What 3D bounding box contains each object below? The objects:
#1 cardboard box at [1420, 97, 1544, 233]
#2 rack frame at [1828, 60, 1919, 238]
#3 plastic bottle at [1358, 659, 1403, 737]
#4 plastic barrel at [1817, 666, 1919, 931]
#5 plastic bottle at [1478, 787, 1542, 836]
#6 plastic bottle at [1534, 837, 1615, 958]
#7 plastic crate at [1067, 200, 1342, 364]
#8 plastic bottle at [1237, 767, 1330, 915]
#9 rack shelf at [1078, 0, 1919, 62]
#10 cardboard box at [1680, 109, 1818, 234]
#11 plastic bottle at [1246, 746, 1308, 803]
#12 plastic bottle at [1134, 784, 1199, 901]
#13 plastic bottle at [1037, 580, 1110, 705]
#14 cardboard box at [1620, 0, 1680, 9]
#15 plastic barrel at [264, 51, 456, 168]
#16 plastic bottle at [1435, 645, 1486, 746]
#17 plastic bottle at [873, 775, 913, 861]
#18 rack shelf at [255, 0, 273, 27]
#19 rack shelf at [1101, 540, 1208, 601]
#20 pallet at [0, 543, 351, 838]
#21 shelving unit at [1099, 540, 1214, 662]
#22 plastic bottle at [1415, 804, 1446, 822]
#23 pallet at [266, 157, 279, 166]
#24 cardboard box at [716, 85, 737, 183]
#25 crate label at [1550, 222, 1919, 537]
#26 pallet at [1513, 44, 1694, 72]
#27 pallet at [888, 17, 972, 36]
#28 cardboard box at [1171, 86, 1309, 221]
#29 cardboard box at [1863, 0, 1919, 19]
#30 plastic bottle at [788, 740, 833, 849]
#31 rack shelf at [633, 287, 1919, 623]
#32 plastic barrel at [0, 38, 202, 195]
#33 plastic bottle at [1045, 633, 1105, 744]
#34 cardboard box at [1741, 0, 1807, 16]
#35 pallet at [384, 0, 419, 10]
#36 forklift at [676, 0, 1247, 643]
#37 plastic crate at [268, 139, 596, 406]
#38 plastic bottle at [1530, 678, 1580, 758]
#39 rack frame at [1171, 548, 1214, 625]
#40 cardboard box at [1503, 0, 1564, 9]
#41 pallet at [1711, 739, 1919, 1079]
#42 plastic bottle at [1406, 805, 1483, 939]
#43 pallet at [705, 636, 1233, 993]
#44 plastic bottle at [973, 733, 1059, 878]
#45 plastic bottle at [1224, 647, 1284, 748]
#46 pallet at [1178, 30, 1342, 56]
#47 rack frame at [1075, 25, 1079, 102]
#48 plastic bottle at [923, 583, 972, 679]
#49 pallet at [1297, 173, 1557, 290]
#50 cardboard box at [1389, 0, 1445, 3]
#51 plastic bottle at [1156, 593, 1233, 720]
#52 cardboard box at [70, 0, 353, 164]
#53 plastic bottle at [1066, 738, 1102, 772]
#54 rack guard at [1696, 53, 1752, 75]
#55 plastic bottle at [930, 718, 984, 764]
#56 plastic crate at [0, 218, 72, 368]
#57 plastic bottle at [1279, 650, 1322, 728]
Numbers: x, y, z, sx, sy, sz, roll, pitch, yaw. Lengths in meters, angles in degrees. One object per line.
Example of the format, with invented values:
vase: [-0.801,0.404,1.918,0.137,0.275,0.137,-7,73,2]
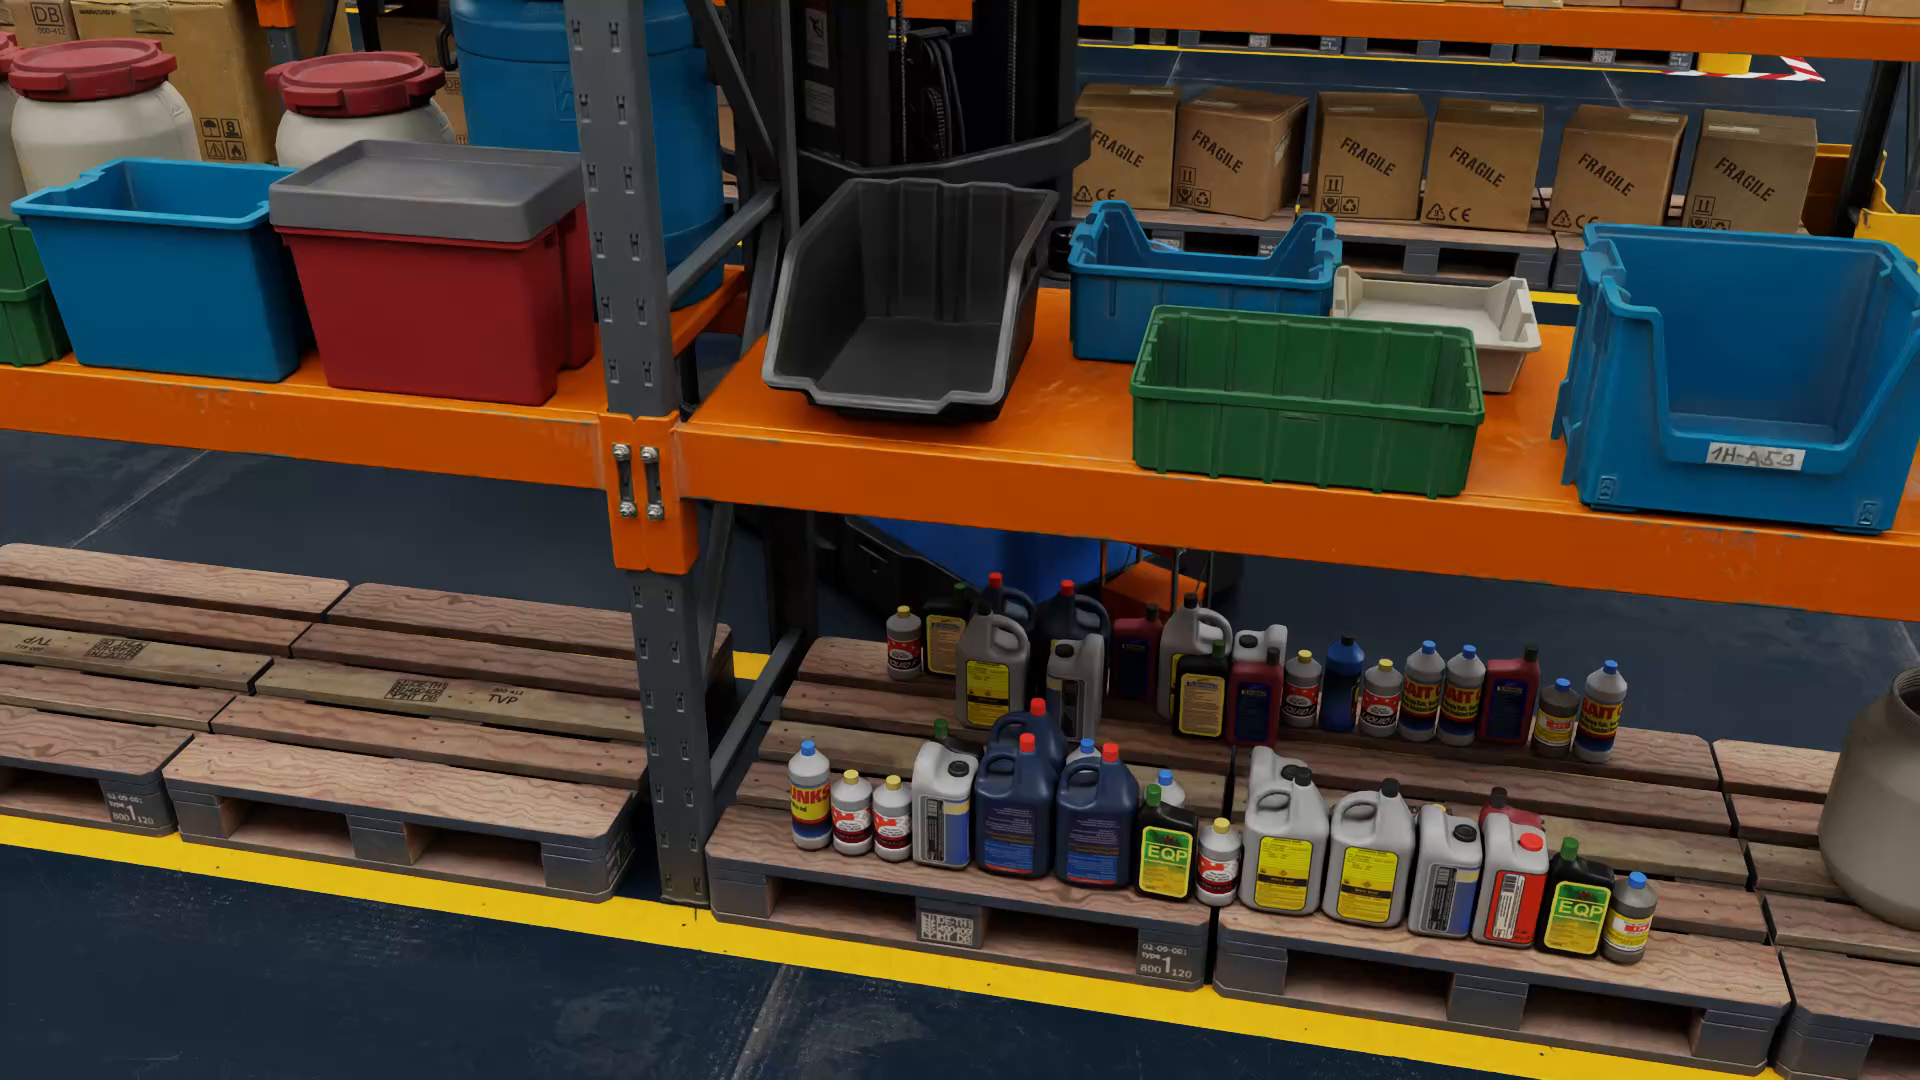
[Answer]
cardboard box: [2.565,-1.847,8.166,0.500,0.500,0.500,9,30,15]
rack frame: [4.373,-2.574,7.327,0.127,3.000,1.000,6,29,11]
plastic bottle: [1.100,0.404,4.344,0.097,0.201,0.097,0,29,0]
plastic barrel: [2.189,0.579,3.722,0.421,0.512,0.421,0,29,0]
plastic bottle: [1.232,0.684,3.747,0.133,0.283,0.061,6,29,11]
plastic bottle: [1.333,0.770,3.591,0.133,0.283,0.061,7,29,12]
plastic crate: [0.565,-0.600,3.877,0.616,0.251,0.499,6,29,11]
plastic bottle: [0.730,0.658,3.725,0.185,0.351,0.144,6,29,10]
rack shelf: [2.417,-2.459,7.866,4.000,0.370,1.077,6,29,11]
cardboard box: [3.765,-1.732,7.955,0.500,0.500,0.500,11,31,20]
plastic bottle: [0.736,0.618,3.875,0.135,0.276,0.152,6,29,11]
plastic bottle: [0.467,0.681,3.753,0.133,0.283,0.061,7,30,13]
plastic bottle: [0.304,0.269,4.436,0.185,0.351,0.144,4,29,8]
cardboard box: [3.074,-2.498,7.451,0.250,0.149,0.380,6,29,11]
plastic barrel: [-1.463,-0.907,4.142,0.433,0.535,0.433,0,29,0]
plastic bottle: [1.295,0.394,4.290,0.097,0.271,0.097,0,29,0]
plastic bottle: [-0.155,0.644,3.906,0.097,0.201,0.097,0,29,0]
rack shelf: [-5.407,-3.261,9.332,4.000,0.370,1.077,6,29,11]
rack shelf: [0.560,-0.016,4.703,0.240,0.259,0.215,21,35,35]
pallet: [-2.546,0.393,4.813,1.213,0.211,1.003,6,29,11]
shelving unit: [0.560,-0.025,4.698,0.252,1.050,0.215,21,35,35]
plastic bottle: [1.082,0.696,3.811,0.097,0.201,0.097,0,29,0]
pallet: [-4.206,-2.267,9.671,1.213,0.211,1.003,6,29,11]
cardboard box: [-1.145,-2.255,8.891,0.500,0.500,0.700,3,29,6]
crate label: [1.482,-0.321,3.175,0.616,0.435,0.502,6,29,11]
pallet: [4.709,-3.713,12.312,1.213,0.211,1.003,6,29,11]
pallet: [-0.372,-4.234,13.264,1.213,0.211,1.003,6,29,11]
cardboard box: [1.405,-1.950,8.353,0.500,0.500,0.500,16,32,26]
cardboard box: [4.051,-2.395,7.263,0.250,0.149,0.380,6,29,11]
plastic bottle: [-0.353,0.593,3.926,0.097,0.271,0.097,0,29,0]
rack shelf: [1.382,-0.133,3.618,4.000,0.370,1.077,6,29,11]
plastic barrel: [-2.181,-0.981,4.276,0.433,0.535,0.433,0,29,0]
plastic bottle: [0.298,0.374,4.322,0.135,0.276,0.152,6,29,11]
cardboard box: [3.551,-2.421,7.311,0.250,0.149,0.380,6,29,11]
pallet: [-4.270,-4.674,14.068,1.213,0.211,1.003,6,29,11]
forklift: [-0.403,-1.515,5.465,1.130,2.935,3.031,-22,36,-34]
plastic crate: [-1.111,-0.582,3.622,0.583,0.464,0.402,6,29,11]
plastic bottle: [1.529,0.448,4.263,0.097,0.201,0.097,0,29,0]
rack frame: [0.653,0.010,4.628,0.008,1.050,0.200,21,35,35]
cardboard box: [2.562,-2.496,7.447,0.250,0.149,0.380,6,29,11]
pallet: [2.461,0.906,3.875,1.213,0.211,1.003,6,29,11]
plastic bottle: [1.074,0.724,3.682,0.135,0.276,0.152,5,29,9]
pallet: [0.075,0.661,4.322,1.213,0.211,1.003,6,29,11]
plastic bottle: [0.129,0.596,3.838,0.185,0.351,0.144,7,29,12]
plastic bottle: [0.756,0.399,4.268,0.133,0.283,0.061,6,29,11]
pallet: [2.323,-3.958,12.759,1.213,0.211,1.003,6,29,11]
rack frame: [0.461,-2.975,8.060,0.127,3.000,1.000,6,29,11]
plastic bottle: [-0.034,0.243,4.553,0.133,0.283,0.061,7,30,13]
pallet: [2.322,-1.580,8.415,1.213,0.211,1.003,6,29,11]
cardboard box: [2.078,-2.558,7.560,0.250,0.149,0.380,6,29,11]
plastic bottle: [0.620,0.301,4.377,0.185,0.351,0.144,6,29,10]
cardboard box: [-4.122,-2.707,9.346,0.875,0.875,1.225,5,29,8]
plastic bottle: [0.296,0.589,3.934,0.097,0.271,0.097,0,29,0]
rack guard: [5.531,-3.794,12.159,0.348,0.500,1.175,6,29,11]
plastic bottle: [-0.010,0.557,3.979,0.133,0.283,0.061,6,29,11]
plastic crate: [-2.336,-0.598,3.939,0.662,0.188,0.450,6,29,11]
plastic bottle: [0.899,0.384,4.381,0.097,0.201,0.097,0,29,0]
